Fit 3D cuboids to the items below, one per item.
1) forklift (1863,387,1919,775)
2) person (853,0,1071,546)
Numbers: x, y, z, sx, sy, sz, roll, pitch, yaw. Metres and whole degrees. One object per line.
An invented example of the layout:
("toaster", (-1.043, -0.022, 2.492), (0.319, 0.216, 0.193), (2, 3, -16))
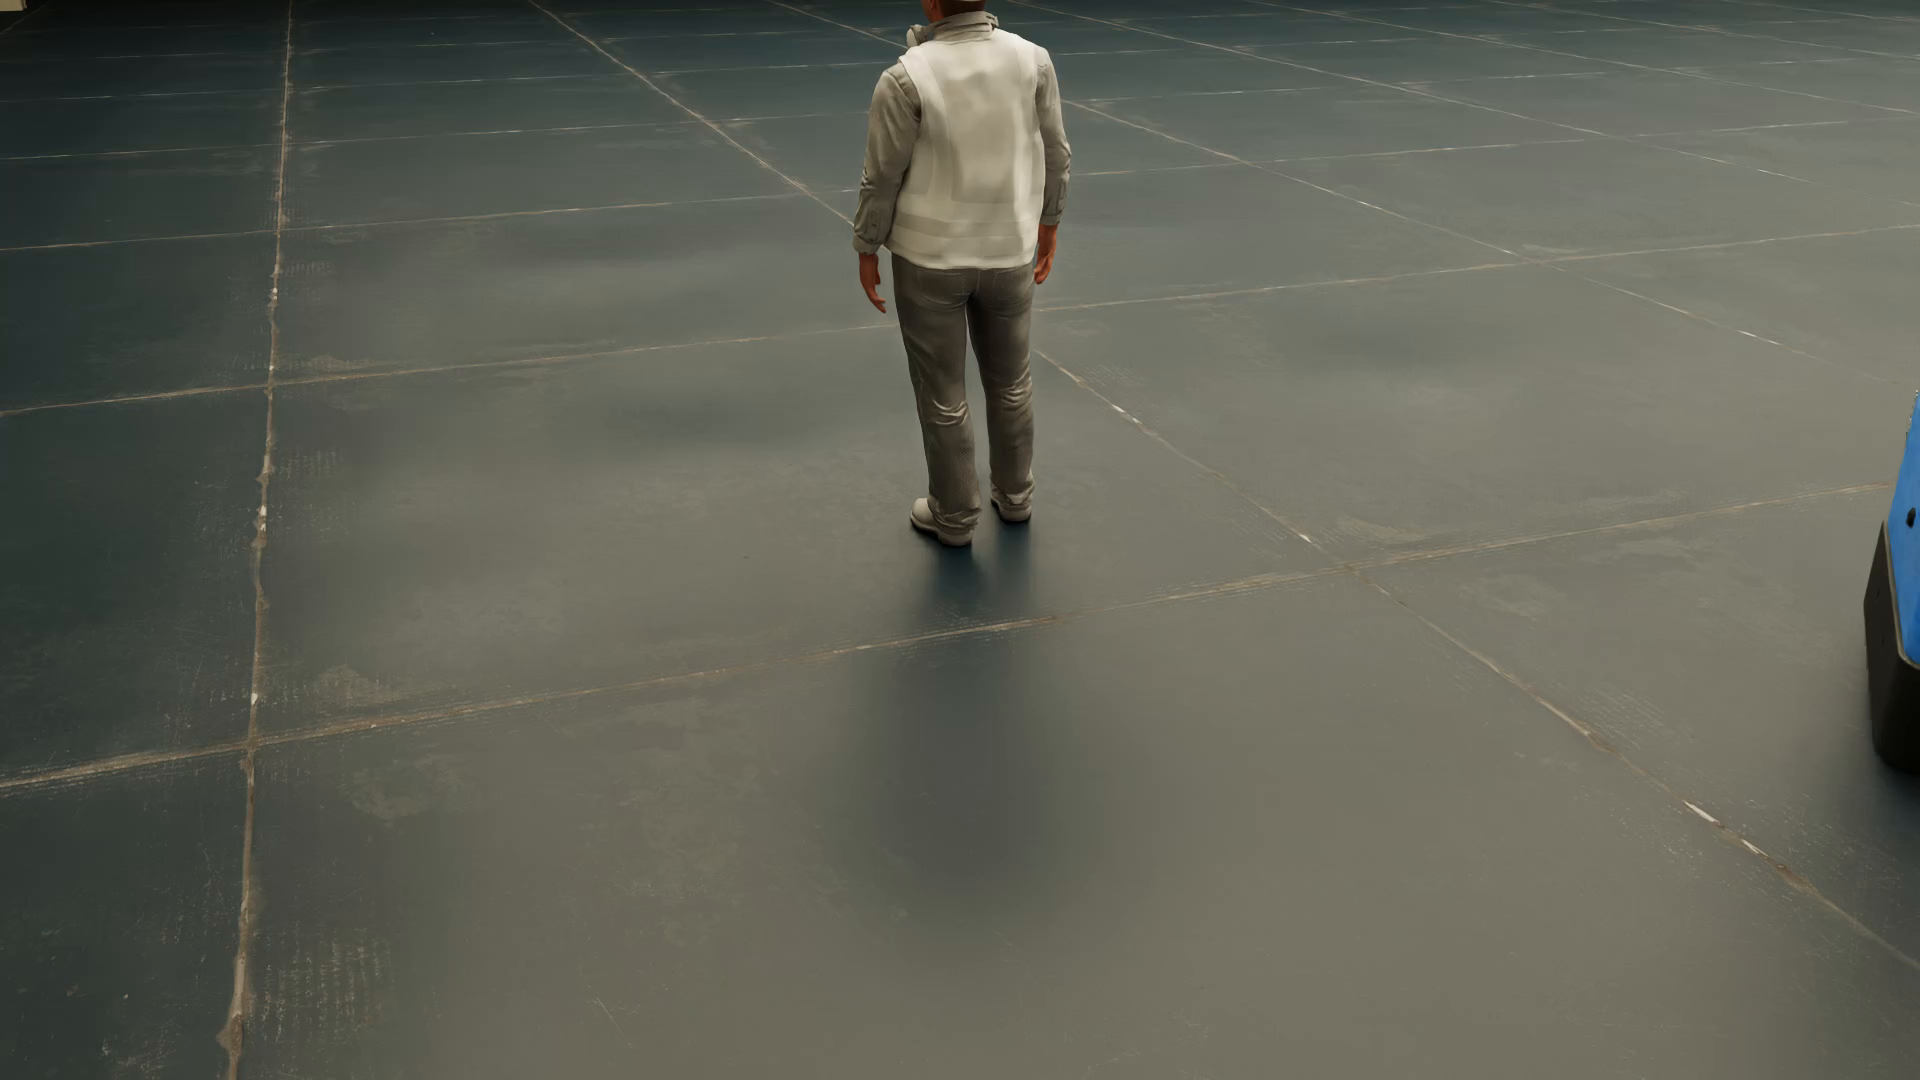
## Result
("forklift", (3.631, -0.716, 3.001), (3.031, 2.935, 1.130), (10, 25, 23))
("person", (-0.015, -0.848, 4.790), (0.633, 1.775, 0.566), (-8, 24, -18))
